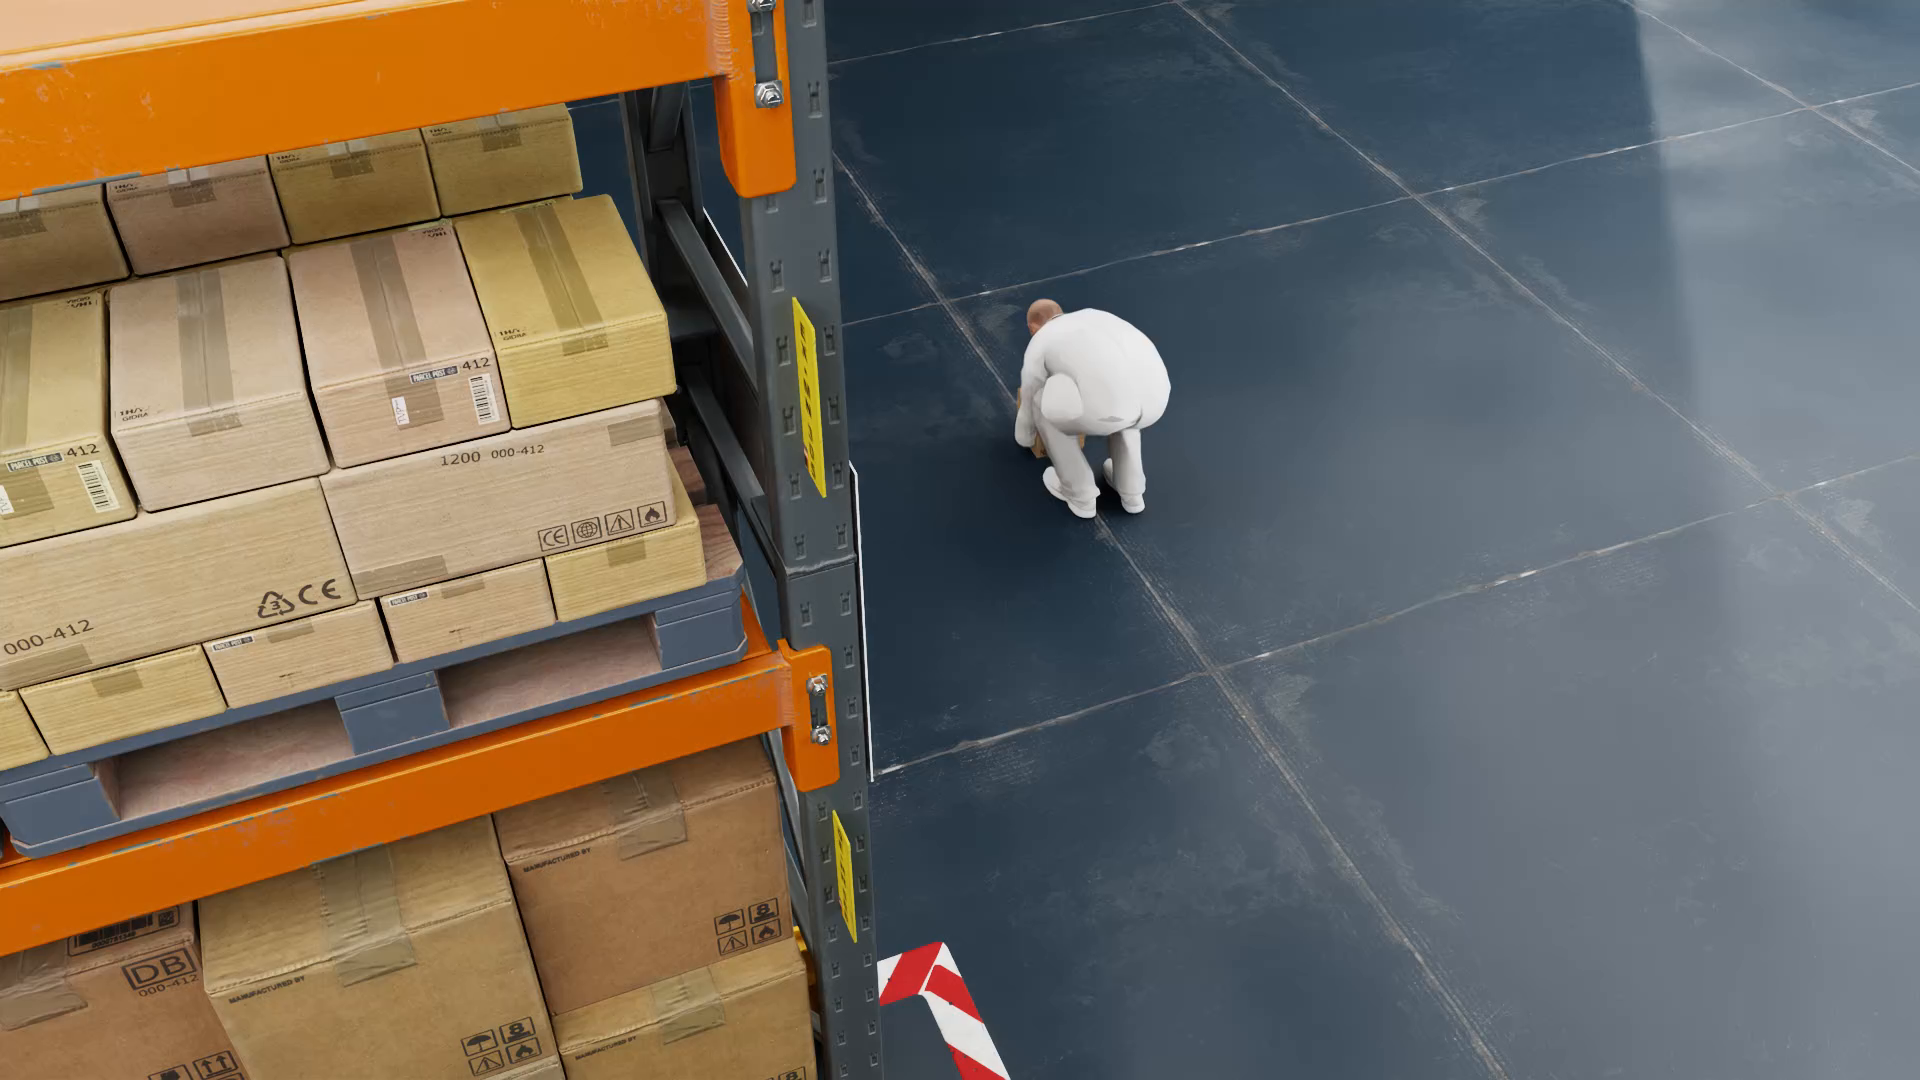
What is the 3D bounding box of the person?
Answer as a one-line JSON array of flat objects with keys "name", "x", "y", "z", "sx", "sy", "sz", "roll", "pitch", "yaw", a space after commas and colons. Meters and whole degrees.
[{"name": "person", "x": 0.574, "y": -0.634, "z": 7.548, "sx": 0.587, "sy": 0.934, "sz": 0.949, "roll": -17, "pitch": 44, "yaw": -18}]
